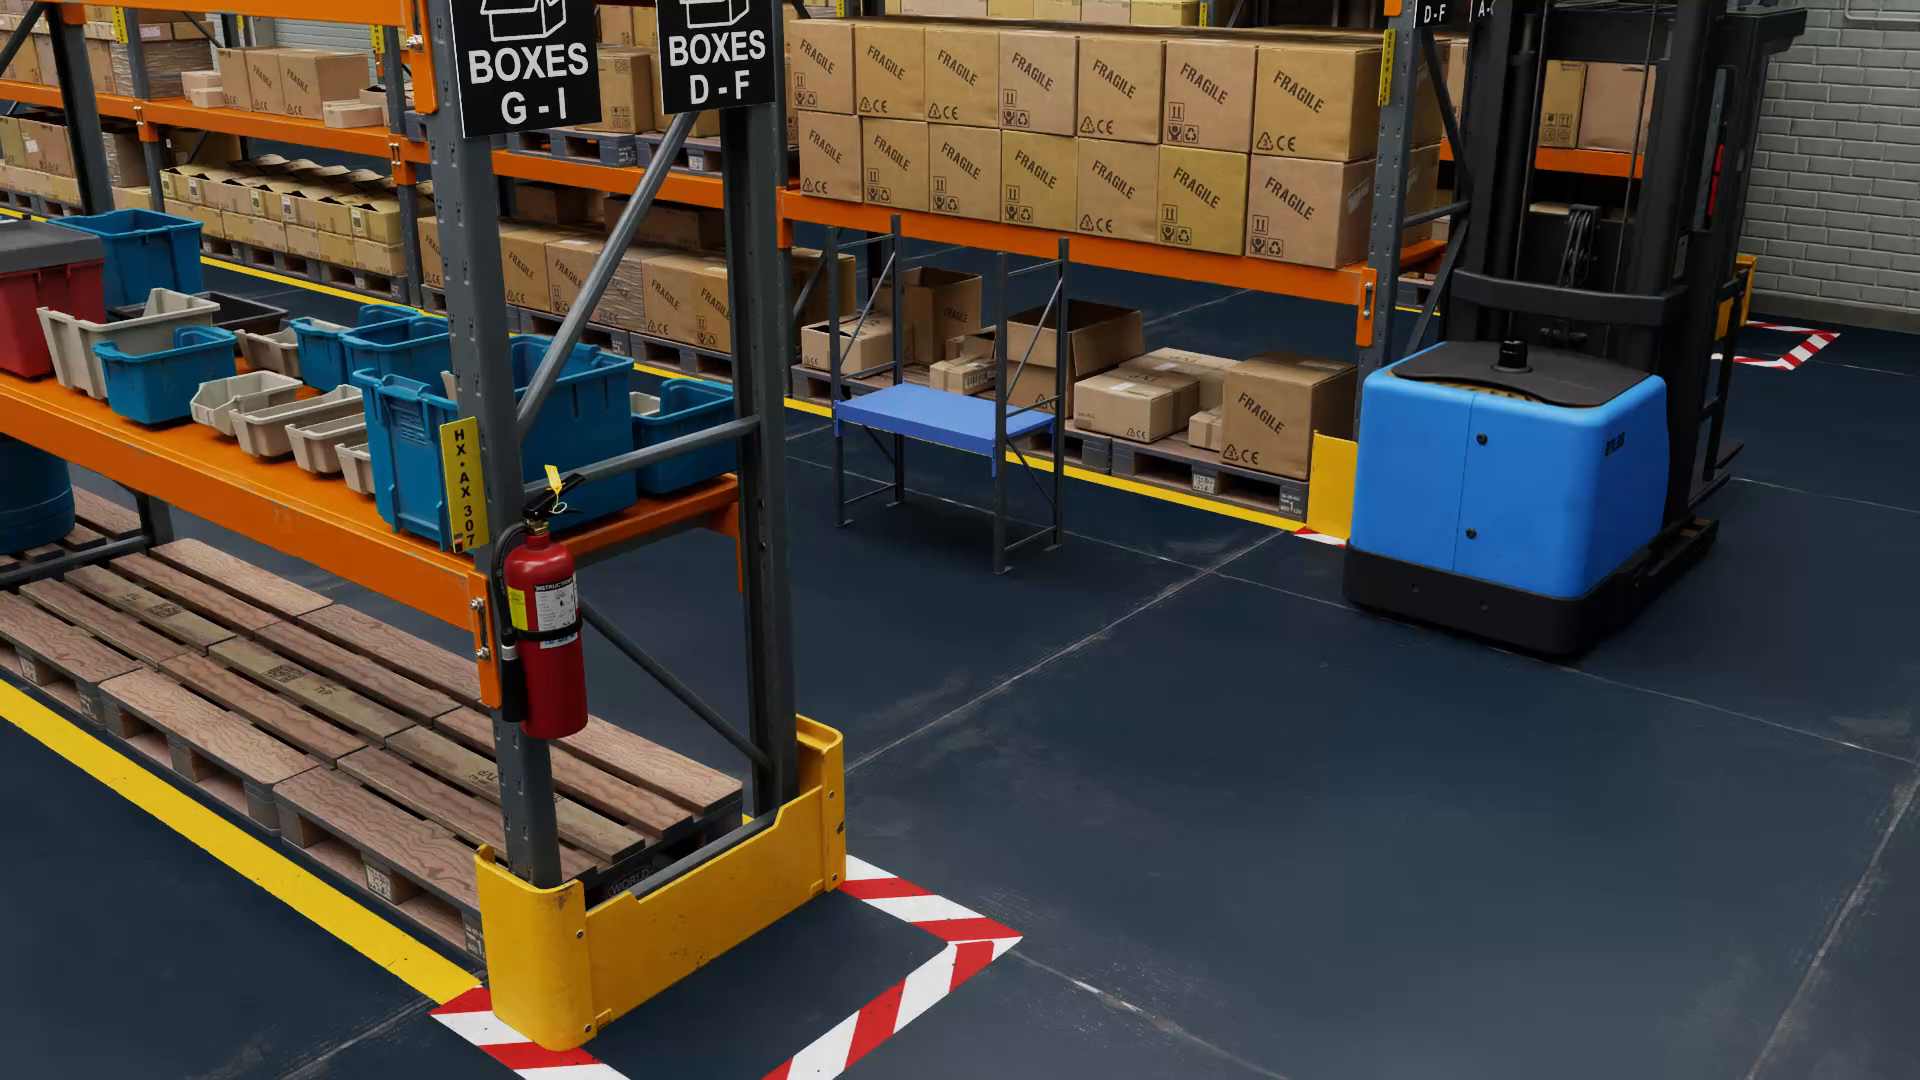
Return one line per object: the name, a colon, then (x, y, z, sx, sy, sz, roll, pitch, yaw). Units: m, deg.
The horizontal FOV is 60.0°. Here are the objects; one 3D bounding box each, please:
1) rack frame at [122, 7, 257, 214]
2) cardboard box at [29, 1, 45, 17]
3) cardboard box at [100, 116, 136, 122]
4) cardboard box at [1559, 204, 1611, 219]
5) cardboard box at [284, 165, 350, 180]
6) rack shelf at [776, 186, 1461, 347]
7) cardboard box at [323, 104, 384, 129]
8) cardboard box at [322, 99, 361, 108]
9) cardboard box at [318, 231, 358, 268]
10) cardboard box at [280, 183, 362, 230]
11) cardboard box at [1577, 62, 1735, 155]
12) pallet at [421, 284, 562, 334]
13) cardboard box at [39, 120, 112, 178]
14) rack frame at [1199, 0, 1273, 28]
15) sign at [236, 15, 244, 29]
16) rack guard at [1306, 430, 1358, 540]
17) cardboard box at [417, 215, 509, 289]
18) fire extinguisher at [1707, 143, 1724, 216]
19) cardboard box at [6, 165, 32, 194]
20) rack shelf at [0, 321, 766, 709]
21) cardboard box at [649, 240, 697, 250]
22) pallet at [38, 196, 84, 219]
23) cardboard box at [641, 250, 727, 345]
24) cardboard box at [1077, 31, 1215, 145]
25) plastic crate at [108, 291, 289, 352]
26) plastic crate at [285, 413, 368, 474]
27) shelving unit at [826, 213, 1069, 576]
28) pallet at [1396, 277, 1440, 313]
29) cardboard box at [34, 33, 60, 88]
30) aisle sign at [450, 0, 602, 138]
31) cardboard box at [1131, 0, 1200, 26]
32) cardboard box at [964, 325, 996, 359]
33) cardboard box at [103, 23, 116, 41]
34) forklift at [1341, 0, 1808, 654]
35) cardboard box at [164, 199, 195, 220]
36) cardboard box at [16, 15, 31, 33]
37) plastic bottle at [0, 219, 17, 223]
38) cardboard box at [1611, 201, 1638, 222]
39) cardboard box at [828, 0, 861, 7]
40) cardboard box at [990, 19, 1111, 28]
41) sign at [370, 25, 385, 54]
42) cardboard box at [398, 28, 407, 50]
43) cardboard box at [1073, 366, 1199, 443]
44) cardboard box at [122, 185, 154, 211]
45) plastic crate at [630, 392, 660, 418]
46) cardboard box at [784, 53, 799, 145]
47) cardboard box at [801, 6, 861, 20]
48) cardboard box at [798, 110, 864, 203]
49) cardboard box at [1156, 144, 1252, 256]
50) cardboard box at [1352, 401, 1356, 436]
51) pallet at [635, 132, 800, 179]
rack frame: (-7.028, -4.240, 15.161, 0.127, 3.000, 1.000, 16, 26, 36)
cardboard box: (-8.542, -5.327, 16.063, 0.500, 0.500, 0.700, 16, 26, 36)
cardboard box: (-8.352, -4.024, 16.827, 0.500, 0.500, 0.500, 16, 26, 36)
cardboard box: (4.578, -2.356, 12.193, 0.250, 0.149, 0.380, 16, 26, 36)
cardboard box: (-5.740, -3.174, 14.841, 0.500, 0.311, 0.500, 16, 26, 36)
rack shelf: (0.720, -1.673, 9.372, 4.000, 0.370, 1.077, 16, 26, 36)
cardboard box: (-4.800, -3.355, 13.171, 0.250, 0.149, 0.380, 16, 26, 36)
cardboard box: (-4.952, -3.499, 13.553, 0.250, 0.149, 0.380, 19, 27, 40)
cardboard box: (-4.892, -2.422, 13.642, 0.500, 0.250, 0.500, 16, 26, 36)
cardboard box: (-5.286, -2.797, 13.841, 0.500, 0.311, 0.500, 16, 26, 36)
cardboard box: (4.997, -3.169, 11.896, 0.700, 0.700, 0.980, 18, 27, 39)
pallet: (-3.374, -1.866, 12.817, 1.213, 0.211, 1.003, 16, 26, 36)
cardboard box: (-8.691, -3.878, 16.438, 0.500, 0.500, 0.500, 16, 26, 36)
rack frame: (2.300, -3.810, 14.021, 0.127, 3.000, 1.000, 16, 26, 36)
sign: (-6.692, -4.895, 15.370, 0.005, 0.325, 0.100, 16, 26, 36)
rack guard: (2.210, -0.410, 8.548, 0.348, 0.500, 1.175, 16, 26, 36)
cardboard box: (-3.757, -2.204, 12.682, 0.500, 0.500, 0.500, 17, 27, 38)
fire extinguisher: (5.224, -2.547, 11.310, 0.183, 0.674, 0.296, 16, 26, 36)
cardboard box: (-9.462, -3.752, 17.167, 0.500, 0.250, 0.500, 16, 26, 36)
rack shelf: (-2.415, -0.319, 5.783, 4.000, 0.370, 1.077, 16, 26, 36)
cardboard box: (-1.853, -1.896, 11.863, 0.500, 0.500, 0.500, 16, 26, 37)
pallet: (-8.567, -3.396, 16.875, 1.213, 0.211, 1.003, 16, 26, 36)
cardboard box: (-1.771, -1.636, 11.174, 0.500, 0.500, 0.500, 16, 26, 36)
cardboard box: (0.954, -2.329, 8.533, 0.500, 0.500, 0.500, 17, 26, 38)
plastic crate: (-2.928, -0.825, 6.410, 0.590, 0.125, 0.437, 16, 26, 36)
plastic crate: (-1.827, -0.315, 5.042, 0.243, 0.136, 0.396, 16, 26, 36)
shelving unit: (-0.066, -0.721, 7.954, 1.048, 1.500, 0.538, 16, 26, 36)
pallet: (3.789, -2.042, 13.285, 1.213, 0.211, 1.003, 16, 26, 36)
cardboard box: (-8.572, -4.727, 16.311, 0.500, 0.500, 0.700, 17, 27, 38)
aisle sign: (-0.995, -1.330, 3.759, 0.004, 0.787, 0.394, 16, 26, 36)
cardboard box: (1.776, -4.391, 13.906, 0.500, 0.250, 0.500, 17, 26, 38)
cardboard box: (0.372, -1.186, 10.250, 0.500, 0.311, 0.500, 16, 26, 36)
cardboard box: (-7.564, -4.648, 15.182, 0.250, 0.149, 0.380, 15, 26, 35)
forklift: (3.003, -1.356, 7.611, 1.130, 2.935, 3.031, 16, 26, 36)
cardboard box: (-6.872, -2.992, 15.154, 0.500, 0.250, 0.500, 15, 26, 35)
cardboard box: (-8.960, -5.050, 16.247, 0.250, 0.149, 0.380, 16, 26, 36)
plastic bottle: (-4.366, -1.333, 7.628, 0.135, 0.276, 0.152, 16, 26, 36)
cardboard box: (5.016, -2.404, 12.320, 0.250, 0.149, 0.380, 16, 26, 37)
cardboard box: (-1.086, -5.328, 16.360, 0.250, 0.149, 0.380, 12, 24, 29)
cardboard box: (0.515, -2.702, 9.523, 0.500, 0.500, 0.500, 16, 26, 37)
sign: (-4.277, -3.737, 12.186, 0.005, 0.325, 0.100, 16, 26, 36)
cardboard box: (-6.820, -6.231, 20.625, 0.500, 0.250, 0.500, 15, 25, 35)
cardboard box: (0.975, -0.756, 9.196, 0.500, 0.250, 0.500, 16, 26, 36)
cardboard box: (-7.525, -3.194, 15.688, 0.500, 0.250, 0.500, 16, 26, 36)
plastic crate: (-1.045, -0.354, 5.144, 0.298, 0.136, 0.250, 16, 26, 36)
cardboard box: (-1.055, -2.865, 10.779, 0.500, 0.500, 0.700, 7, 22, 18)
cardboard box: (-1.170, -5.057, 16.563, 0.500, 0.500, 0.700, 13, 24, 30)
cardboard box: (-0.607, -2.314, 9.911, 0.500, 0.500, 0.500, 17, 26, 38)
cardboard box: (1.346, -1.750, 8.416, 0.500, 0.500, 0.500, 16, 26, 37)
cardboard box: (2.162, -0.622, 8.984, 0.250, 0.149, 0.380, 16, 26, 36)
pallet: (-1.380, -2.574, 11.014, 1.213, 0.211, 1.003, 16, 26, 36)
